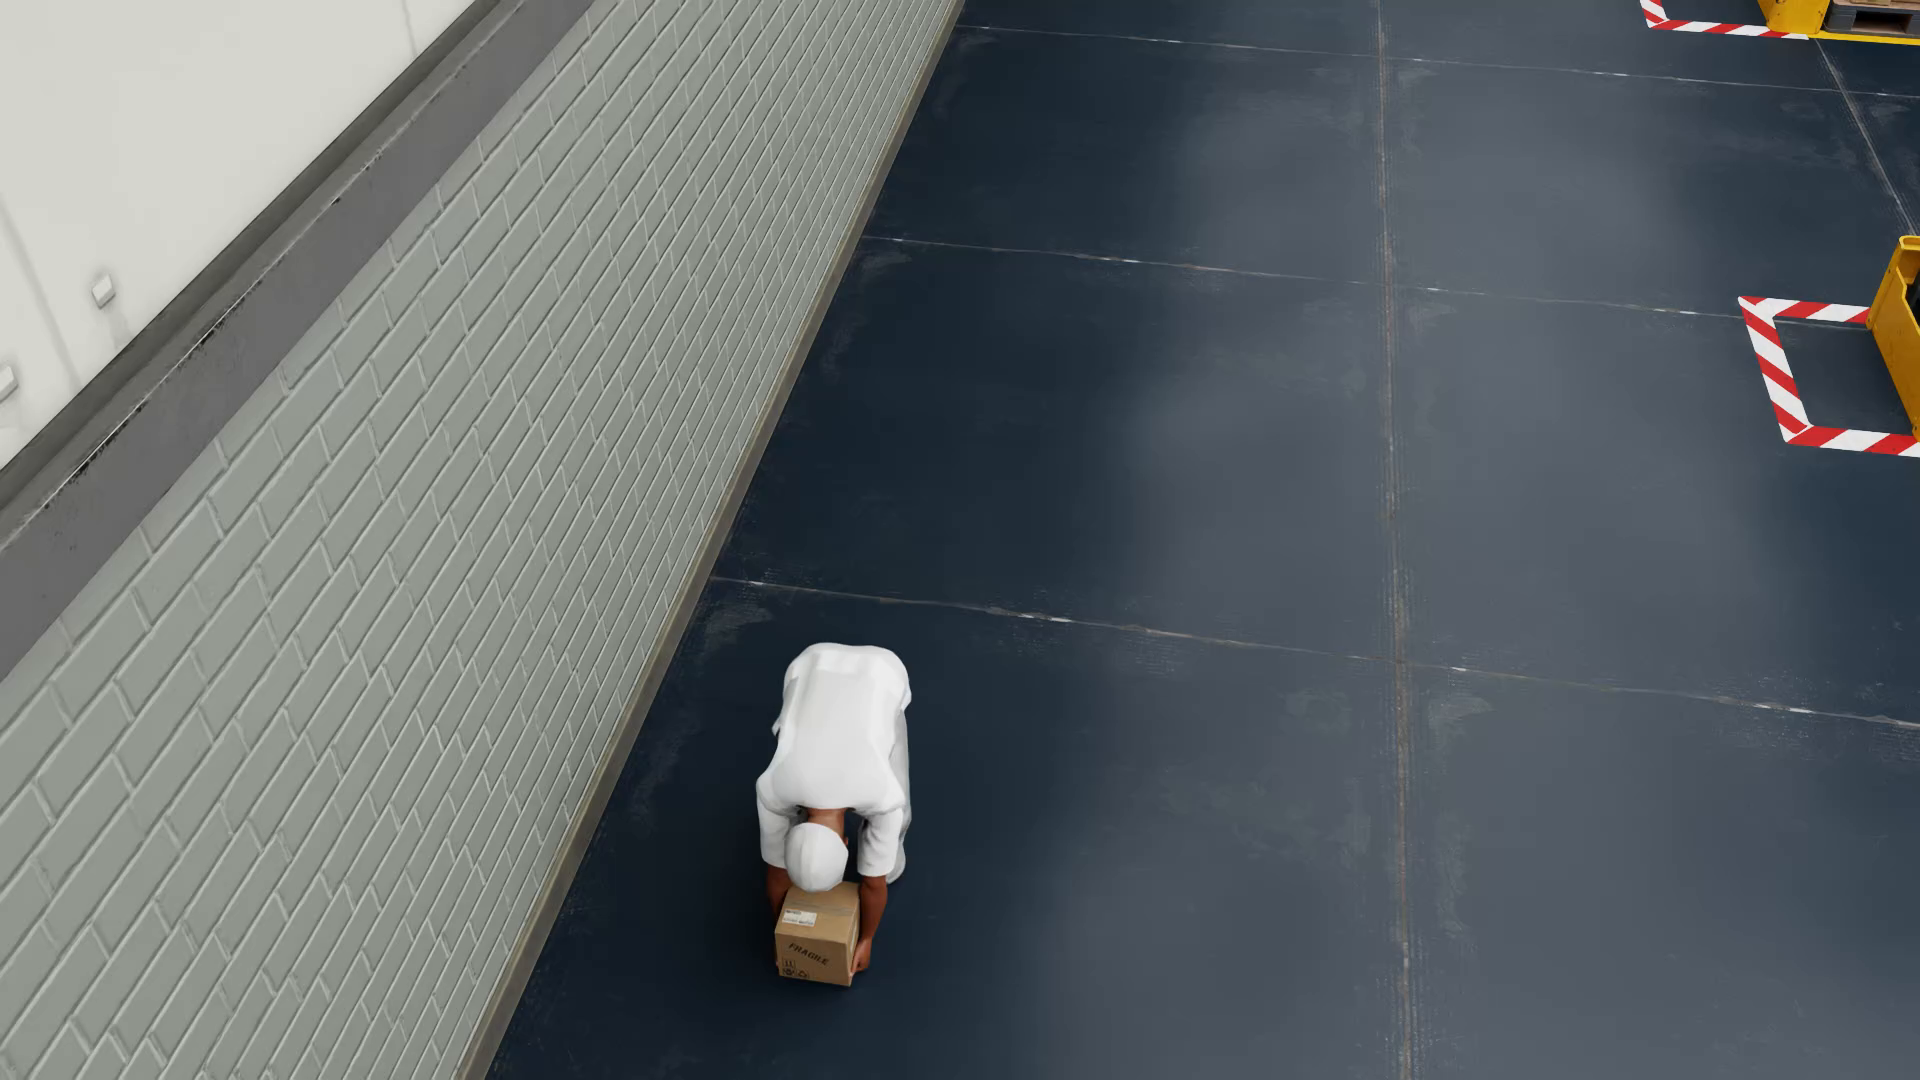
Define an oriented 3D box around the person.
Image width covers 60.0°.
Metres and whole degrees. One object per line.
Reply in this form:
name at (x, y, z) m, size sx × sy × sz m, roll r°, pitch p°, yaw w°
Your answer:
person at (-0.417, 0.919, 5.732) m, size 0.511 × 0.907 × 0.977 m, roll 5°, pitch 41°, yaw 6°
